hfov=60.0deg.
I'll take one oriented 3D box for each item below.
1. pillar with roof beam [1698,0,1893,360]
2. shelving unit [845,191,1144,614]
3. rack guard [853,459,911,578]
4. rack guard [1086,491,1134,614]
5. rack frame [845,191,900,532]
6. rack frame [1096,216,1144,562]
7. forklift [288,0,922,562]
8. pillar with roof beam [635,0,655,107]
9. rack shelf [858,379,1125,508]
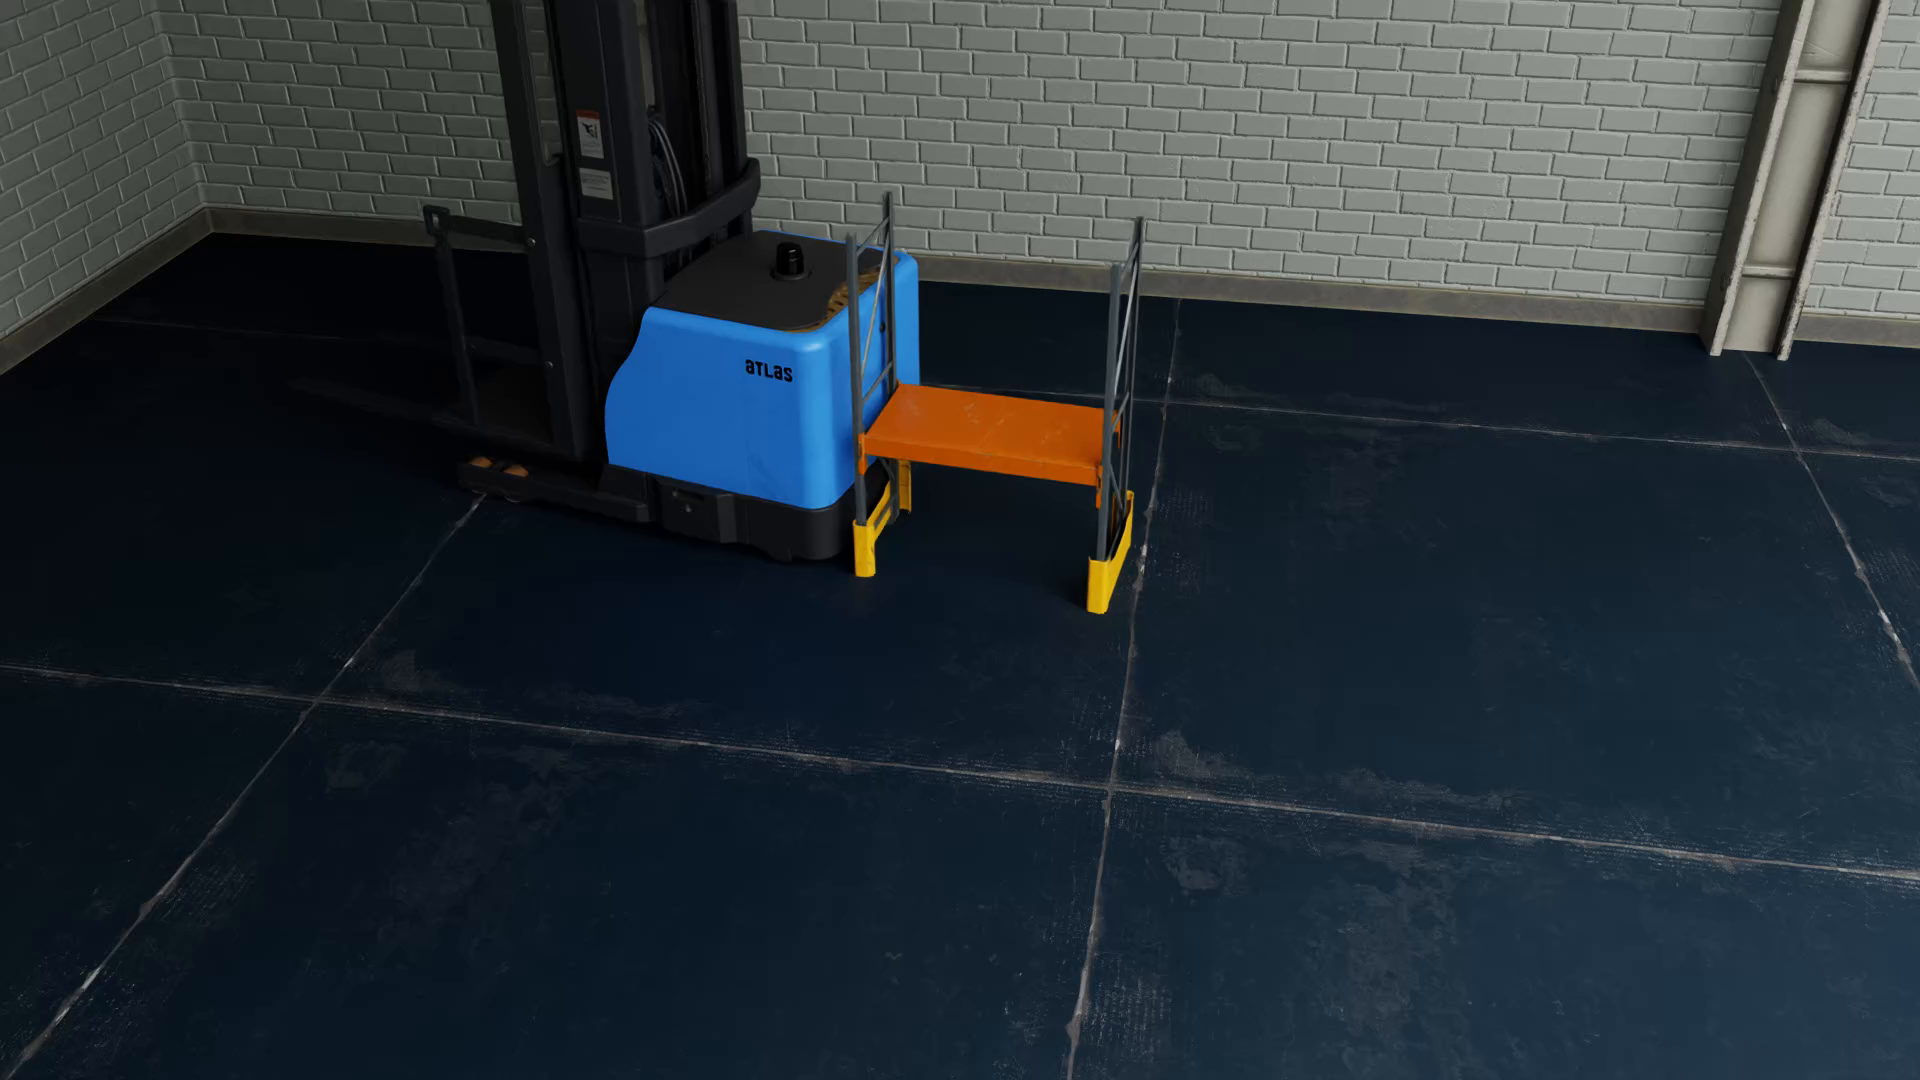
[{"bbox_3d":[3.469,-2.607,2.934,0.400,9.000,9.100,5,32,8],"label":"pillar with roof beam"},{"bbox_3d":[0.148,-0.558,6.727,1.083,1.500,0.587,8,33,13],"label":"shelving unit"},{"bbox_3d":[-0.331,-0.099,7.172,0.087,0.250,0.587,8,33,13],"label":"rack guard"},{"bbox_3d":[0.628,0.043,6.946,0.087,0.250,0.587,8,33,13],"label":"rack guard"},{"bbox_3d":[-0.350,-0.631,6.845,0.032,1.500,0.500,8,33,13],"label":"rack frame"},{"bbox_3d":[0.629,-0.487,6.614,0.032,1.500,0.500,8,33,13],"label":"rack frame"},{"bbox_3d":[-1.732,-1.653,7.129,3.031,2.935,1.130,13,34,20],"label":"forklift"},{"bbox_3d":[-2.445,-3.143,3.790,0.400,9.000,9.100,5,32,8],"label":"pillar with roof beam"},{"bbox_3d":[0.140,-0.407,6.825,1.000,0.185,0.538,8,33,13],"label":"rack shelf"}]
